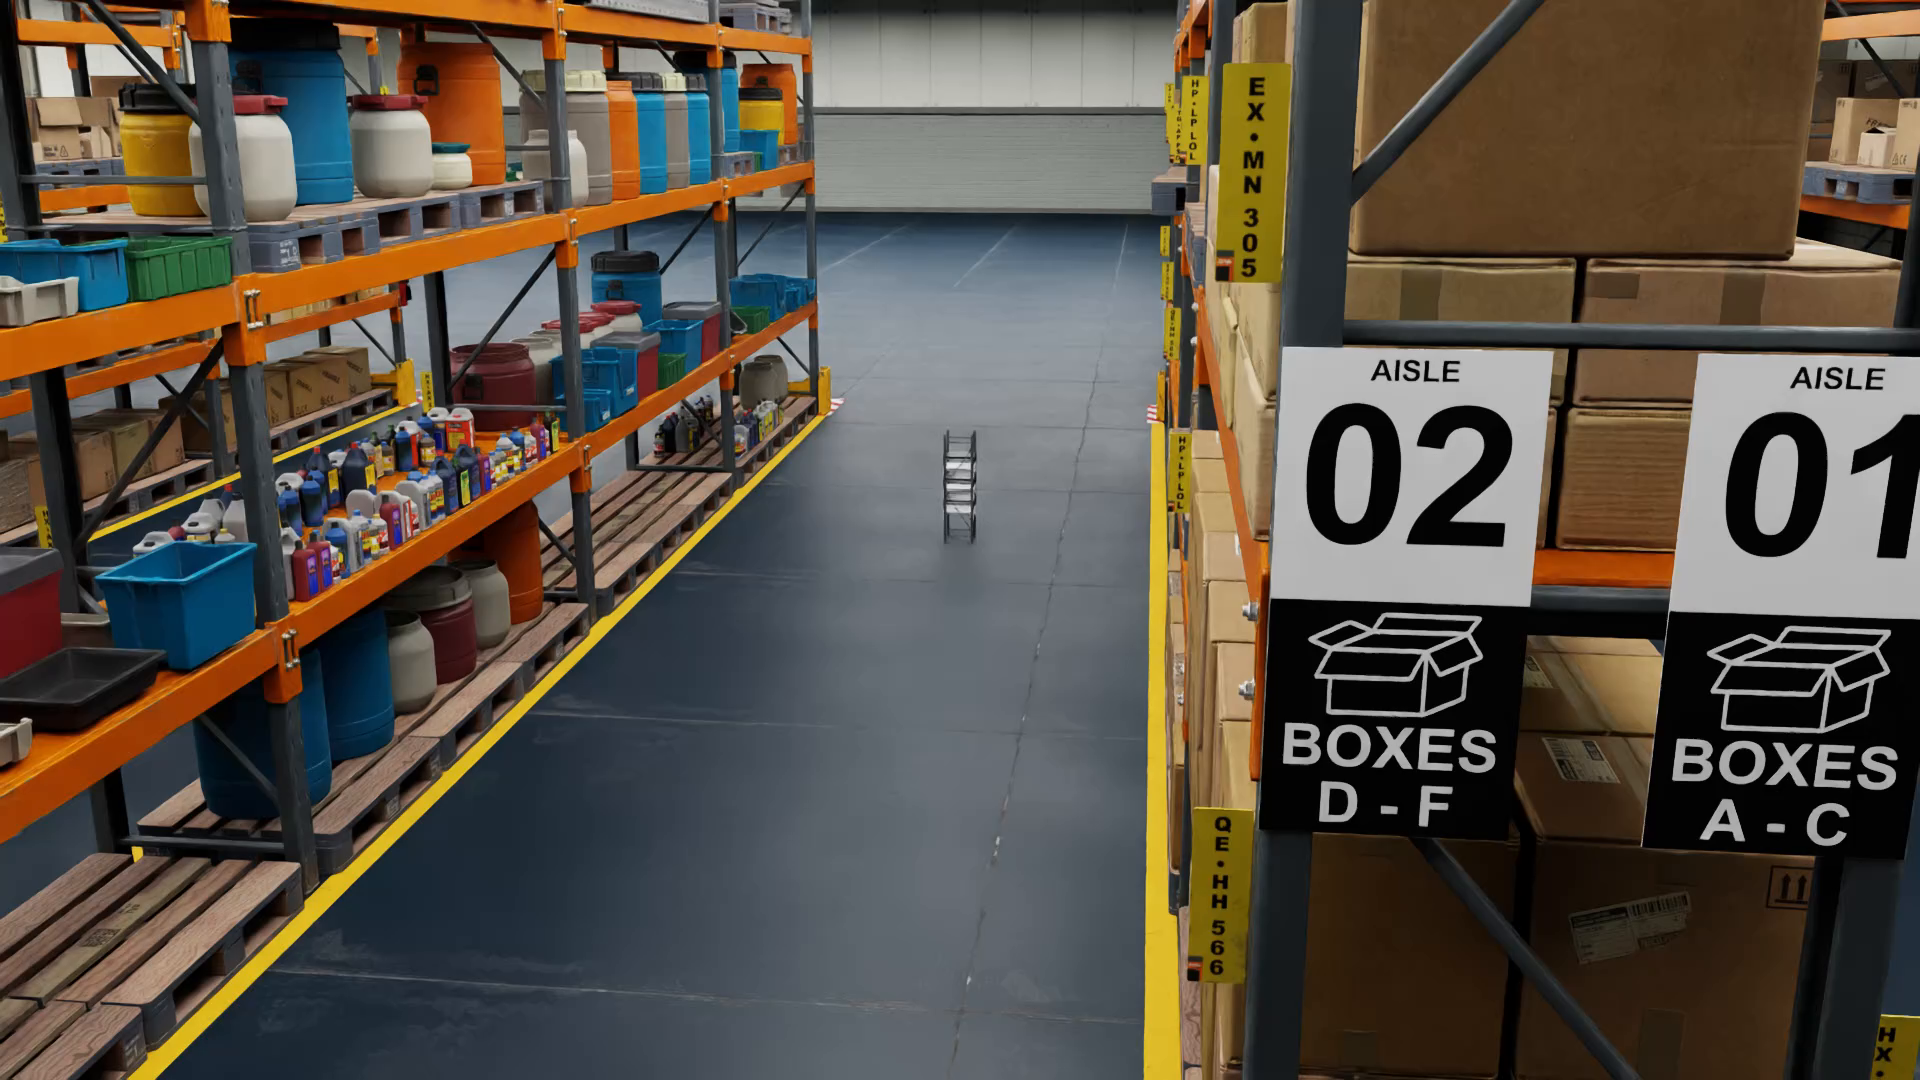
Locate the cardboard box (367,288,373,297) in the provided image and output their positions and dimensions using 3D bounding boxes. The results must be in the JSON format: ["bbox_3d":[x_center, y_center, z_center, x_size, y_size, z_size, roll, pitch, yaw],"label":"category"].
[{"bbox_3d":[-6.900,-2.834,18.878,0.380,0.149,0.250,2,15,6],"label":"cardboard box"}]

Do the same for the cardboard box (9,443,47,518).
[{"bbox_3d":[-7.784,-0.497,13.699,0.700,0.500,0.500,3,15,11],"label":"cardboard box"}]

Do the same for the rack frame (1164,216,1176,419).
[{"bbox_3d":[2.798,-2.808,18.298,1.000,3.000,0.127,2,15,6],"label":"rack frame"}]

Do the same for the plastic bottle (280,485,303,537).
[{"bbox_3d":[-3.514,-0.153,8.729,0.097,0.271,0.097,0,15,0],"label":"plastic bottle"}]

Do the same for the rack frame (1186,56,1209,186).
[{"bbox_3d":[1.896,-3.629,9.842,1.000,3.000,0.127,2,15,6],"label":"rack frame"}]

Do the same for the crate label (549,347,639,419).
[{"bbox_3d":[-2.645,-1.146,12.087,0.502,0.435,0.616,2,15,6],"label":"crate label"}]

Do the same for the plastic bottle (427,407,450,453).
[{"bbox_3d":[-3.396,-0.717,10.805,0.152,0.276,0.135,2,15,6],"label":"plastic bottle"}]

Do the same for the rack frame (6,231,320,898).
[{"bbox_3d":[-3.477,0.158,7.332,1.000,3.000,0.127,2,15,6],"label":"rack frame"}]

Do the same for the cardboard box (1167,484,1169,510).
[{"bbox_3d":[1.996,-0.416,13.916,0.500,0.250,0.500,2,15,8],"label":"cardboard box"}]

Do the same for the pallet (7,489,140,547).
[{"bbox_3d":[-7.717,-0.197,13.988,1.003,0.211,1.213,2,15,6],"label":"pallet"}]

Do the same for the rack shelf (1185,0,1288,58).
[{"bbox_3d":[1.670,-2.570,8.070,1.077,0.370,4.000,2,15,6],"label":"rack shelf"}]

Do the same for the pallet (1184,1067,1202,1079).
[{"bbox_3d":[1.231,2.146,5.320,1.003,0.211,1.213,2,15,6],"label":"pallet"}]

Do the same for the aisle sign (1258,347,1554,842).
[{"bbox_3d":[0.681,0.096,2.580,0.394,0.787,0.004,2,15,6],"label":"aisle sign"}]

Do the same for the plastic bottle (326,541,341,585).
[{"bbox_3d":[-3.002,0.106,7.903,0.097,0.201,0.097,0,15,0],"label":"plastic bottle"}]

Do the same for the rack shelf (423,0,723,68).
[{"bbox_3d":[-2.800,-3.754,12.450,1.077,0.370,4.000,2,15,6],"label":"rack shelf"}]

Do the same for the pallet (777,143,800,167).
[{"bbox_3d":[-2.313,-4.100,17.692,1.003,0.211,1.213,2,15,6],"label":"pallet"}]

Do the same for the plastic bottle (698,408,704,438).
[{"bbox_3d":[-2.602,-1.166,16.589,0.061,0.283,0.133,2,15,6],"label":"plastic bottle"}]

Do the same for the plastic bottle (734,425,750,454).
[{"bbox_3d":[-2.093,-0.969,15.874,0.152,0.276,0.135,2,15,8],"label":"plastic bottle"}]

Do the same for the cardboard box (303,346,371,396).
[{"bbox_3d":[-7.131,-1.935,19.055,0.500,0.500,0.500,5,16,17],"label":"cardboard box"}]

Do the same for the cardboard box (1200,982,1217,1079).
[{"bbox_3d":[0.828,1.035,3.896,0.500,0.500,0.500,2,15,7],"label":"cardboard box"}]

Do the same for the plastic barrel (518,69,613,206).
[{"bbox_3d":[-2.717,-2.776,11.475,0.600,0.901,0.600,0,15,0],"label":"plastic barrel"}]

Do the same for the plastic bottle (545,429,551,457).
[{"bbox_3d":[-2.679,-0.637,10.651,0.097,0.201,0.097,0,15,0],"label":"plastic bottle"}]

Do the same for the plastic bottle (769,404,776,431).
[{"bbox_3d":[-1.966,-1.262,16.958,0.152,0.276,0.135,1,15,5],"label":"plastic bottle"}]

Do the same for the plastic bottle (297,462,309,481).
[{"bbox_3d":[-3.633,-0.279,9.173,0.061,0.283,0.133,2,15,6],"label":"plastic bottle"}]

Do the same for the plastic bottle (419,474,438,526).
[{"bbox_3d":[-2.875,-0.218,8.970,0.097,0.271,0.097,0,15,0],"label":"plastic bottle"}]

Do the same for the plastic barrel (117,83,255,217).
[{"bbox_3d":[-3.576,-1.826,7.758,0.600,0.588,0.600,0,15,0],"label":"plastic barrel"}]

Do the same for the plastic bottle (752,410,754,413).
[{"bbox_3d":[-2.092,-1.225,16.964,0.097,0.201,0.097,0,15,0],"label":"plastic bottle"}]

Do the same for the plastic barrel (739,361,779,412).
[{"bbox_3d":[-2.178,-1.653,17.991,0.421,0.512,0.421,0,15,0],"label":"plastic barrel"}]

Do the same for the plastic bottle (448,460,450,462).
[{"bbox_3d":[-2.940,-0.366,9.491,0.061,0.283,0.133,2,15,6],"label":"plastic bottle"}]

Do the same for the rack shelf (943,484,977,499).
[{"bbox_3d":[-0.001,-0.400,13.546,0.258,0.077,0.200,2,15,6],"label":"rack shelf"}]

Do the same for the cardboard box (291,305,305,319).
[{"bbox_3d":[-7.016,-2.378,17.191,0.380,0.149,0.250,2,15,6],"label":"cardboard box"}]

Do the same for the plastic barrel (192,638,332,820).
[{"bbox_3d":[-3.399,0.828,8.071,0.600,0.901,0.708,2,15,6],"label":"plastic barrel"}]

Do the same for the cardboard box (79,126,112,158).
[{"bbox_3d":[-7.502,-3.402,14.203,0.396,0.266,0.258,2,15,8],"label":"cardboard box"}]

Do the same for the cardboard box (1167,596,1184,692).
[{"bbox_3d":[1.445,0.637,9.505,0.500,0.500,0.500,1,15,6],"label":"cardboard box"}]

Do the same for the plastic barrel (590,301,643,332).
[{"bbox_3d":[-2.900,-1.741,14.093,0.433,0.535,0.433,0,15,0],"label":"plastic barrel"}]

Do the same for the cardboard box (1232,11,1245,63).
[{"bbox_3d":[1.230,-1.421,5.319,0.700,0.500,0.500,2,15,6],"label":"cardboard box"}]

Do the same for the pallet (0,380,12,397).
[{"bbox_3d":[-7.972,-1.121,12.428,1.213,0.211,1.003,2,15,6],"label":"pallet"}]

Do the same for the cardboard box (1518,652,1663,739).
[{"bbox_3d":[1.357,0.568,3.707,0.500,0.500,0.500,2,15,7],"label":"cardboard box"}]

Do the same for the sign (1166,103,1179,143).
[{"bbox_3d":[1.795,-3.522,14.051,0.100,0.325,0.005,2,15,6],"label":"sign"}]

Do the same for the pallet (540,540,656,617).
[{"bbox_3d":[-2.900,0.267,12.271,1.003,0.211,1.213,2,15,6],"label":"pallet"}]

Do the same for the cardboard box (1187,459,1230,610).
[{"bbox_3d":[1.054,0.022,5.729,0.500,0.500,0.500,1,15,5],"label":"cardboard box"}]

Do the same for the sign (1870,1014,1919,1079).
[{"bbox_3d":[1.532,0.940,2.780,0.100,0.325,0.005,2,15,6],"label":"sign"}]

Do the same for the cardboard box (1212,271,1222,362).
[{"bbox_3d":[1.025,-0.693,5.018,0.500,0.250,0.500,2,15,6],"label":"cardboard box"}]

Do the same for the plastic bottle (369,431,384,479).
[{"bbox_3d":[-3.534,-0.507,10.015,0.061,0.283,0.133,2,15,6],"label":"plastic bottle"}]

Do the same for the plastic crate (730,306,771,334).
[{"bbox_3d":[-2.141,-2.158,16.304,0.450,0.188,0.662,2,15,6],"label":"plastic crate"}]

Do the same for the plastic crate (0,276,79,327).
[{"bbox_3d":[-3.242,-0.822,5.713,0.293,0.136,0.466,2,15,6],"label":"plastic crate"}]

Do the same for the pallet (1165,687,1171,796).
[{"bbox_3d":[1.634,1.122,9.110,1.003,0.211,1.213,2,15,6],"label":"pallet"}]

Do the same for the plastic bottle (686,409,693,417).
[{"bbox_3d":[-2.708,-1.166,16.601,0.152,0.276,0.135,2,15,7],"label":"plastic bottle"}]

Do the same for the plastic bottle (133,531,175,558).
[{"bbox_3d":[-3.754,0.106,7.761,0.152,0.276,0.135,2,15,6],"label":"plastic bottle"}]

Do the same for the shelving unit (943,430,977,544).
[{"bbox_3d":[-0.001,-0.432,13.537,0.258,0.900,0.210,2,15,6],"label":"shelving unit"}]

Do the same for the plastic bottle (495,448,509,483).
[{"bbox_3d":[-2.759,-0.451,9.963,0.097,0.201,0.097,0,15,0],"label":"plastic bottle"}]

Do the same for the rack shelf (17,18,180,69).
[{"bbox_3d":[-7.721,-3.900,12.989,1.077,0.370,4.000,2,15,6],"label":"rack shelf"}]

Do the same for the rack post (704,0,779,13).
[{"bbox_3d":[-2.310,-5.310,16.206,0.937,0.300,0.954,1,15,5],"label":"rack post"}]

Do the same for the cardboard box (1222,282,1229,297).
[{"bbox_3d":[0.964,-0.805,4.474,0.500,0.250,0.500,2,15,6],"label":"cardboard box"}]

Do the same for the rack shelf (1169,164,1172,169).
[{"bbox_3d":[2.573,-3.390,16.082,1.077,0.370,4.000,2,15,6],"label":"rack shelf"}]

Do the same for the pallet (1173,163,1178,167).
[{"bbox_3d":[2.418,-3.397,14.903,1.003,0.211,1.213,2,15,6],"label":"pallet"}]
